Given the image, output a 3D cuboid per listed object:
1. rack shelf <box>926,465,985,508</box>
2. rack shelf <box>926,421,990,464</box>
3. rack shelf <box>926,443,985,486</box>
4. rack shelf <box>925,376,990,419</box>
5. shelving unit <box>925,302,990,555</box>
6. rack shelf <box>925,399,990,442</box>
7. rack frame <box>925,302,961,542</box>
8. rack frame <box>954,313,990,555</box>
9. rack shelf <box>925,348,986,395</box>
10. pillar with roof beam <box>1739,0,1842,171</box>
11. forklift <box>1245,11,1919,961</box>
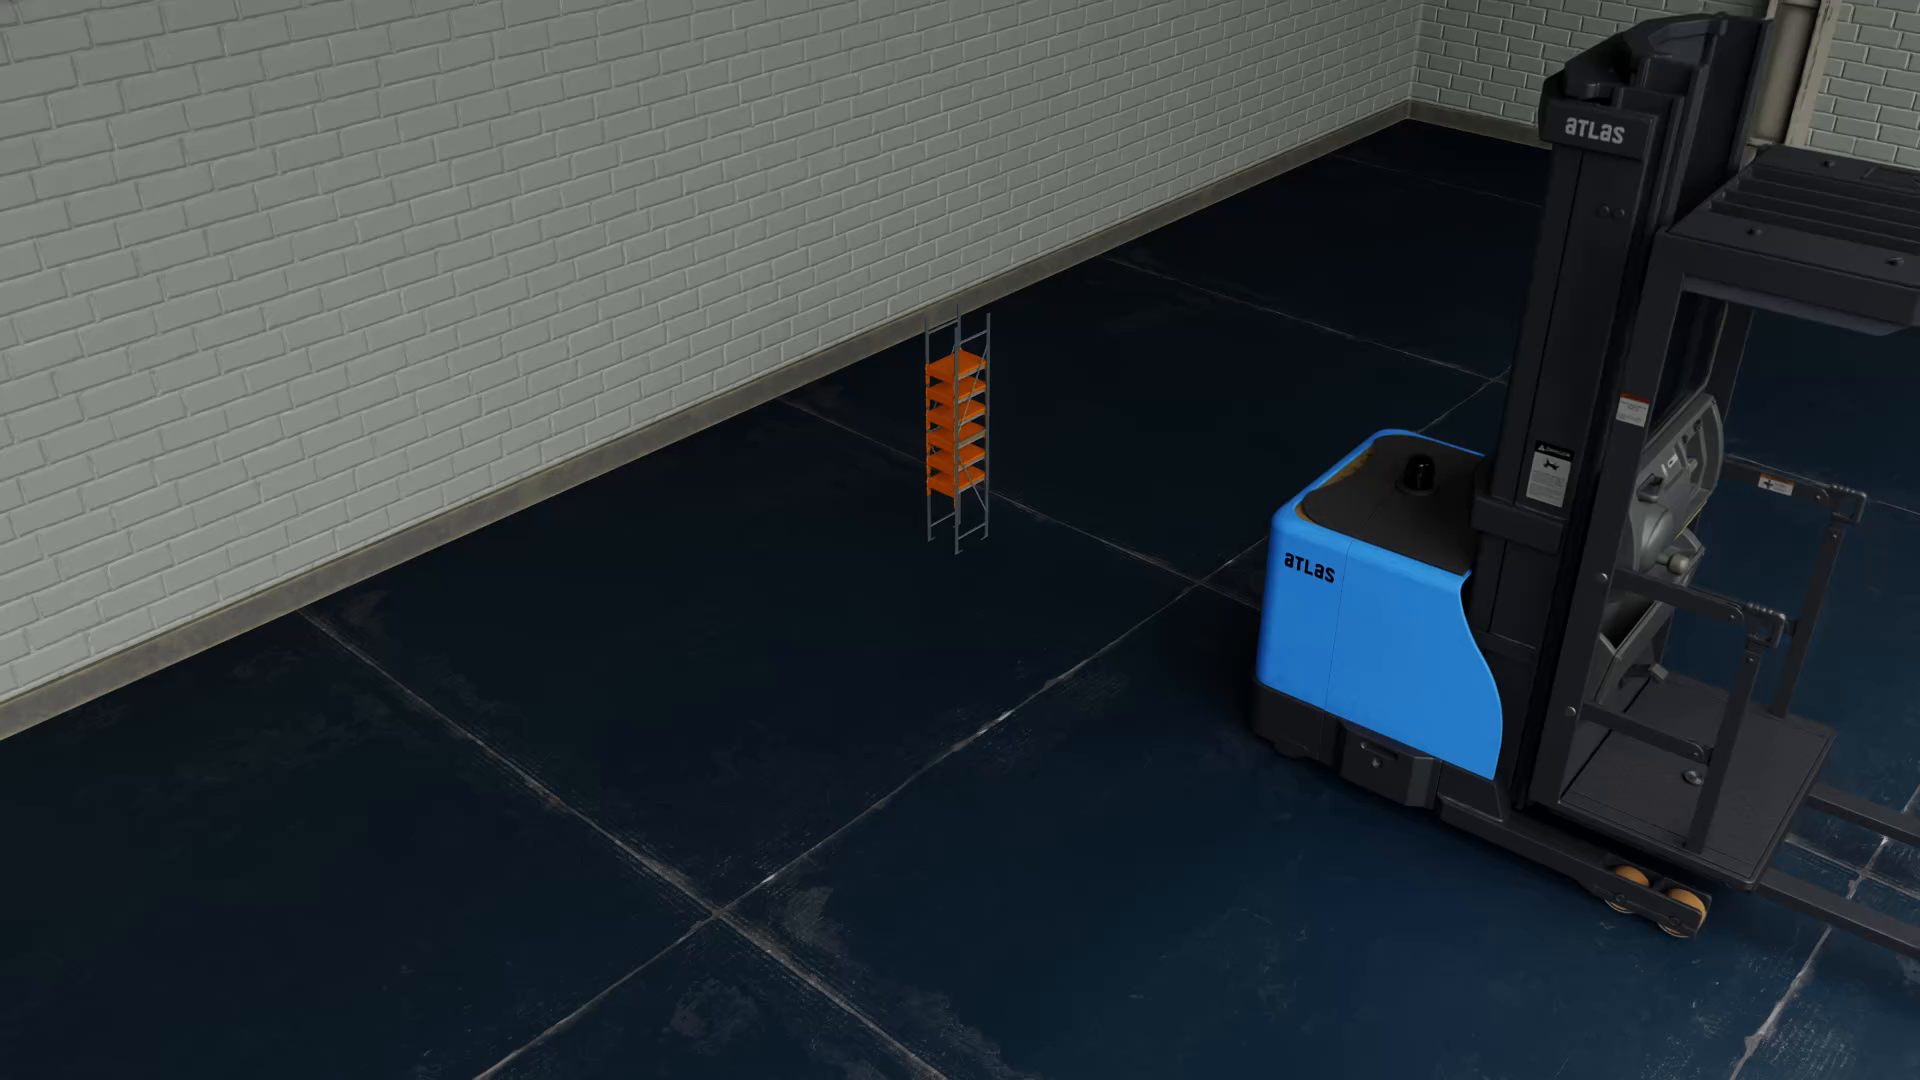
[{"bbox_3d":[-0.011,-0.275,8.096,0.180,0.103,0.258,25,39,35],"label":"rack shelf"},{"bbox_3d":[-0.011,-0.481,7.972,0.180,0.103,0.258,25,39,35],"label":"rack shelf"},{"bbox_3d":[-0.011,-0.378,8.034,0.180,0.103,0.258,25,39,35],"label":"rack shelf"},{"bbox_3d":[-0.011,-0.687,7.848,0.180,0.103,0.258,25,39,35],"label":"rack shelf"},{"bbox_3d":[-0.011,-0.519,7.949,0.189,1.200,0.258,25,39,35],"label":"shelving unit"},{"bbox_3d":[-0.011,-0.584,7.910,0.180,0.103,0.258,25,39,35],"label":"rack shelf"},{"bbox_3d":[-0.079,-0.551,8.001,0.006,1.200,0.240,25,39,35],"label":"rack frame"},{"bbox_3d":[0.057,-0.487,7.896,0.006,1.200,0.240,25,39,35],"label":"rack frame"},{"bbox_3d":[-0.011,-0.789,7.786,0.180,0.103,0.258,25,39,35],"label":"rack shelf"},{"bbox_3d":[3.070,-4.752,7.418,0.400,9.000,9.100,25,39,35],"label":"pillar with roof beam"},{"bbox_3d":[2.646,-0.157,5.669,3.031,2.935,1.130,22,38,32],"label":"forklift"}]
